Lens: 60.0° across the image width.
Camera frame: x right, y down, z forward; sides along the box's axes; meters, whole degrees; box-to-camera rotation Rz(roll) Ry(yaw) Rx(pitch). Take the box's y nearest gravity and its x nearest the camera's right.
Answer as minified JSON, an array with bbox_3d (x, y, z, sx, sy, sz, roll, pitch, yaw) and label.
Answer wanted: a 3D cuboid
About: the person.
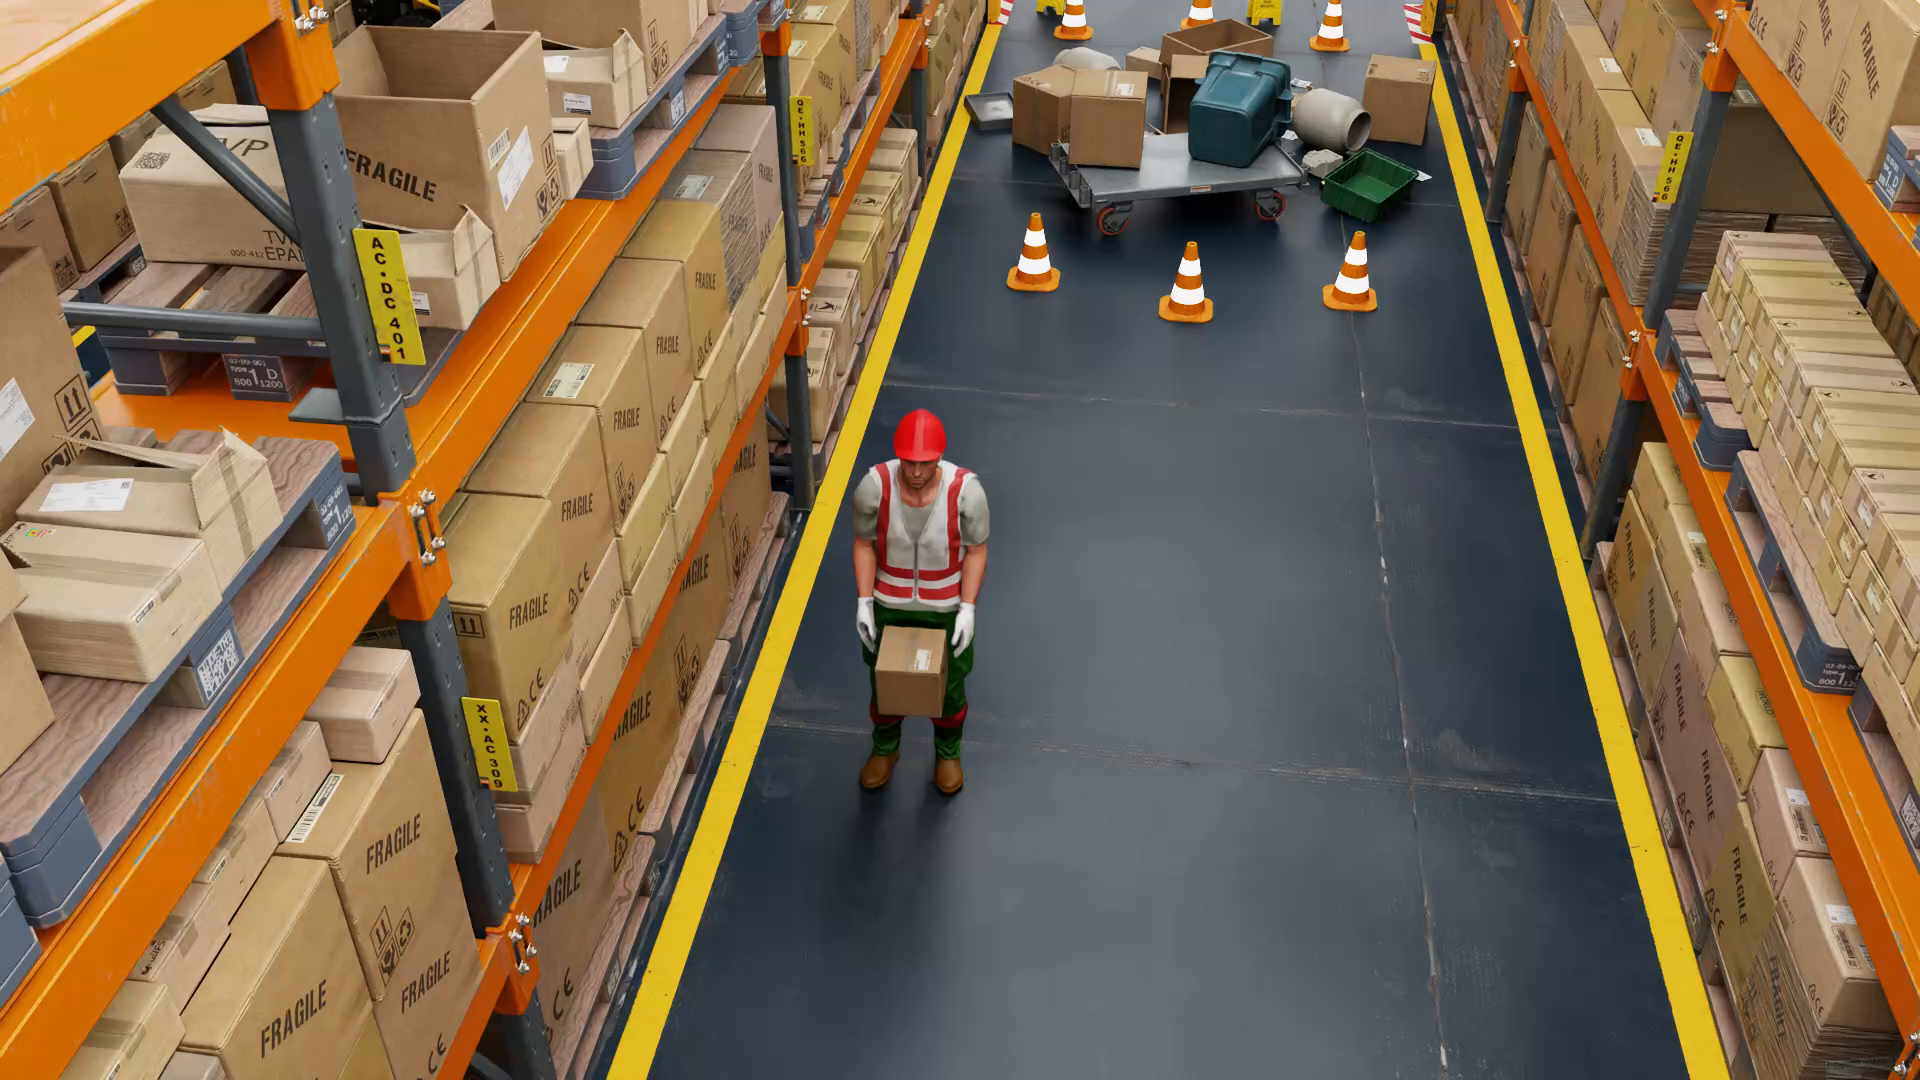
[{"bbox_3d":[-0.158,0.259,6.660,0.539,1.790,0.437,4,36,5],"label":"person"}]
